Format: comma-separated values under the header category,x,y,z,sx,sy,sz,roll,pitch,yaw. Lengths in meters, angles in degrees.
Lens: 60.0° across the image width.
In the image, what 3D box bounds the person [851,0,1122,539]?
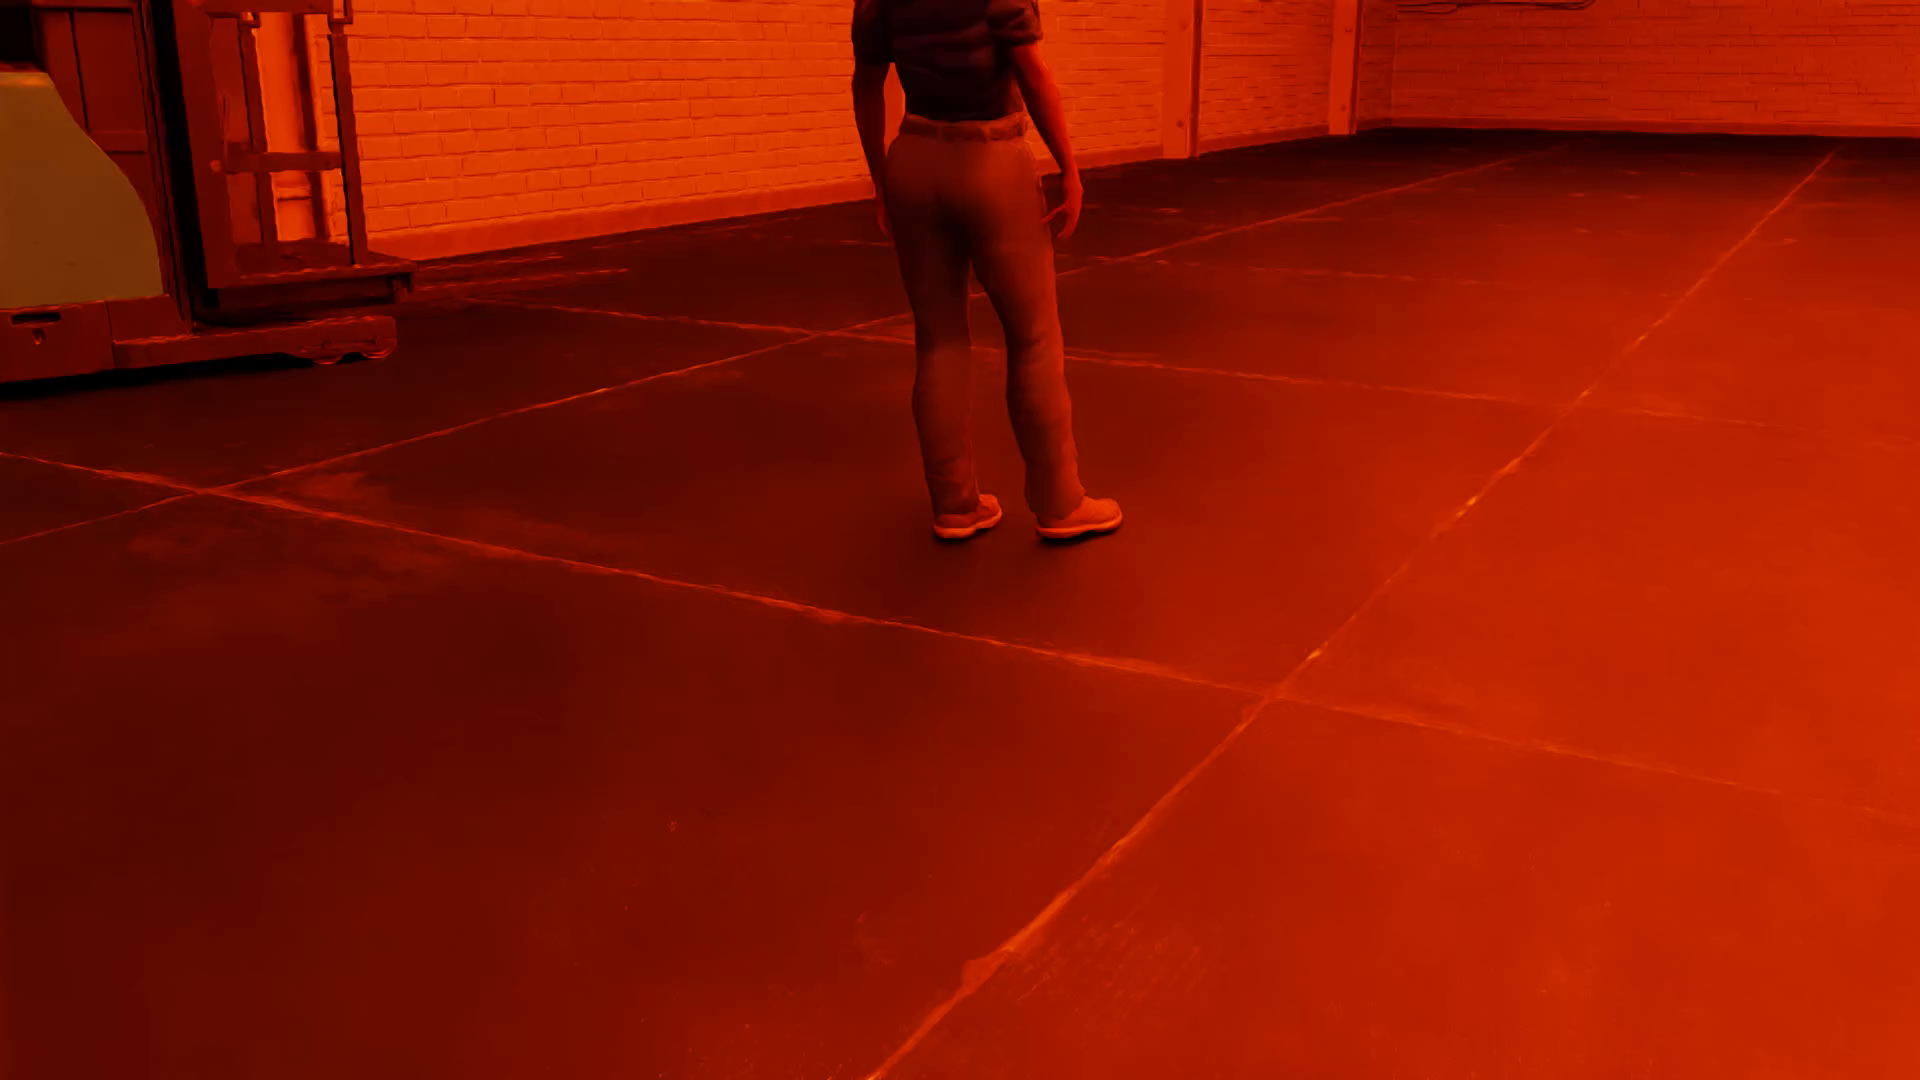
category,x,y,z,sx,sy,sz,roll,pitch,yaw
person,0.060,-0.813,3.871,0.570,1.641,0.503,9,19,28

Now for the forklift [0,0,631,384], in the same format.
category,x,y,z,sx,sy,sz,roll,pitch,yaw
forklift,-2.803,-2.167,6.210,3.031,2.935,1.130,-14,21,-39
